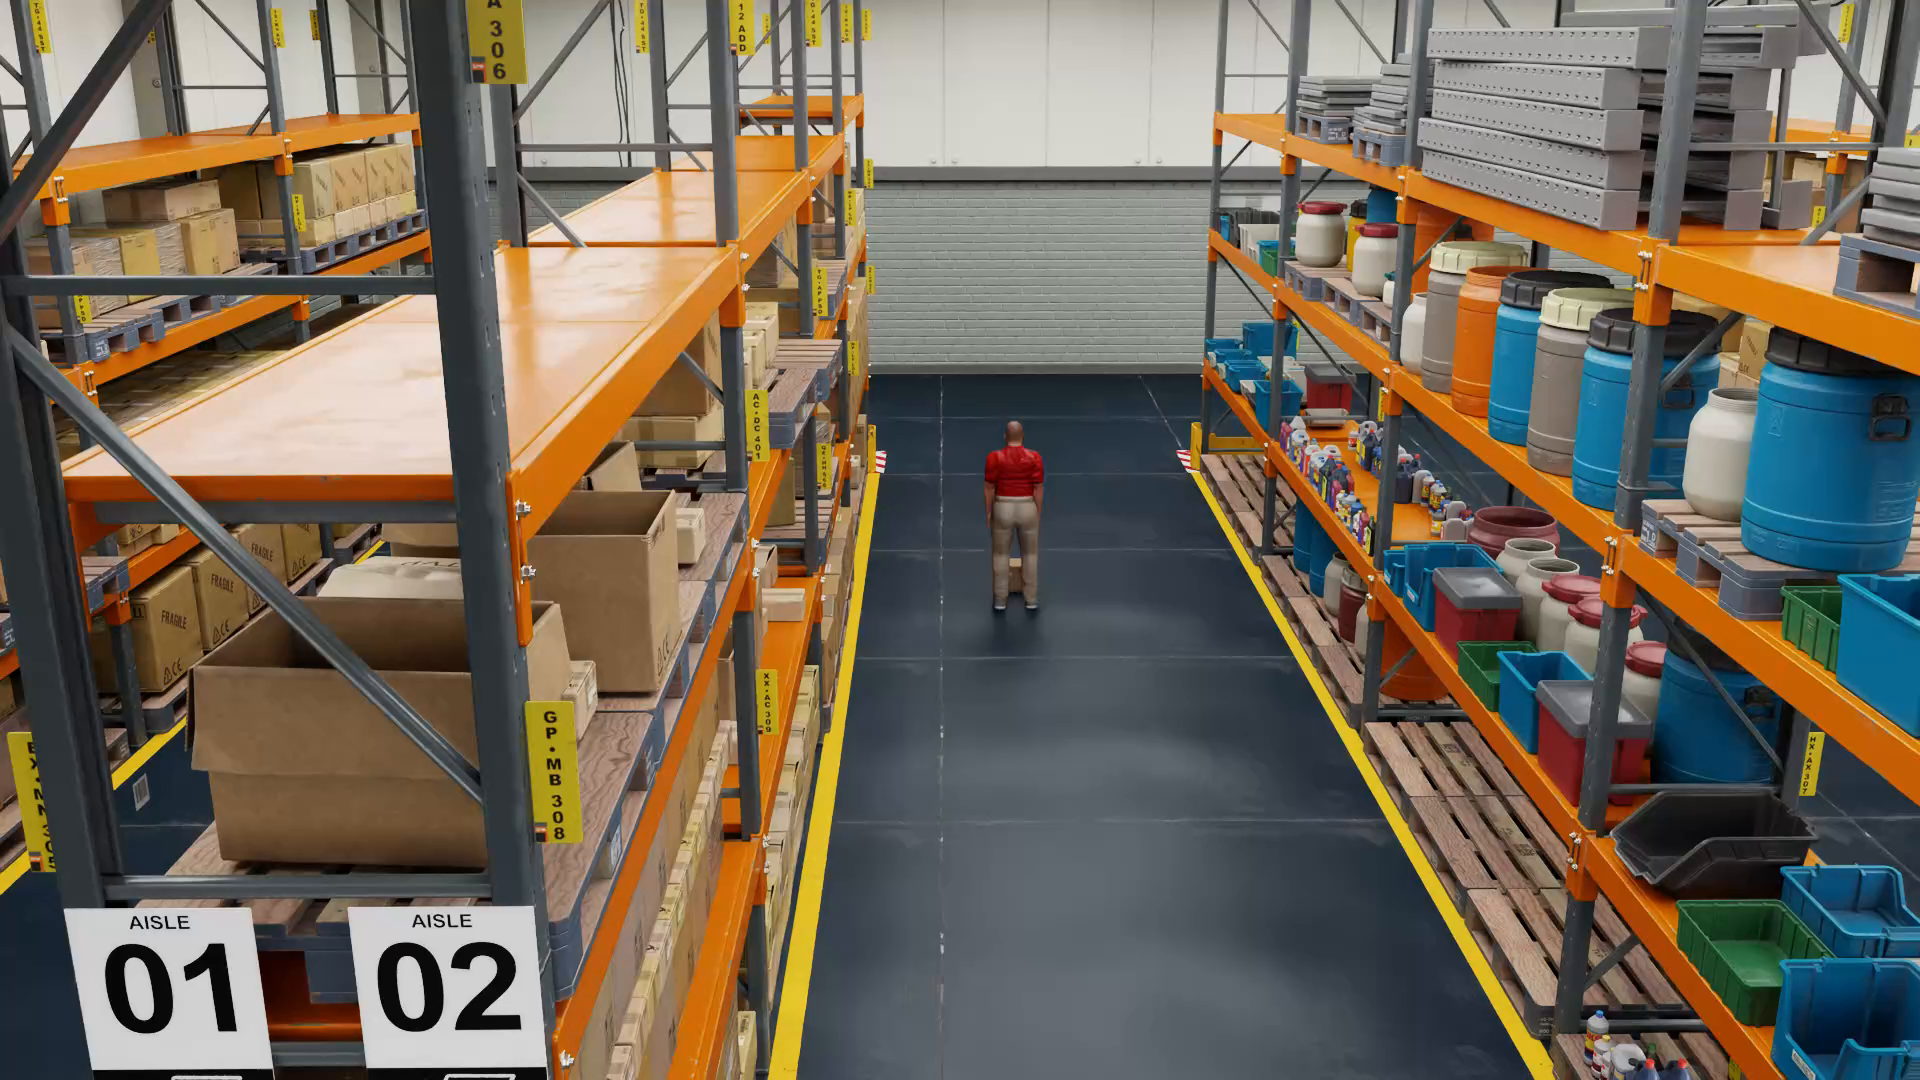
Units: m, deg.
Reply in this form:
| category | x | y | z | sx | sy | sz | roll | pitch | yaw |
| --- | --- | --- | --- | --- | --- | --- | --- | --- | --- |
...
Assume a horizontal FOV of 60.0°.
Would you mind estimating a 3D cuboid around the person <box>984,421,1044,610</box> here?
| category | x | y | z | sx | sy | sz | roll | pitch | yaw |
| --- | --- | --- | --- | --- | --- | --- | --- | --- | --- |
| person | 0.475 | -0.232 | 14.844 | 0.527 | 1.725 | 0.354 | 0 | 17 | 0 |
